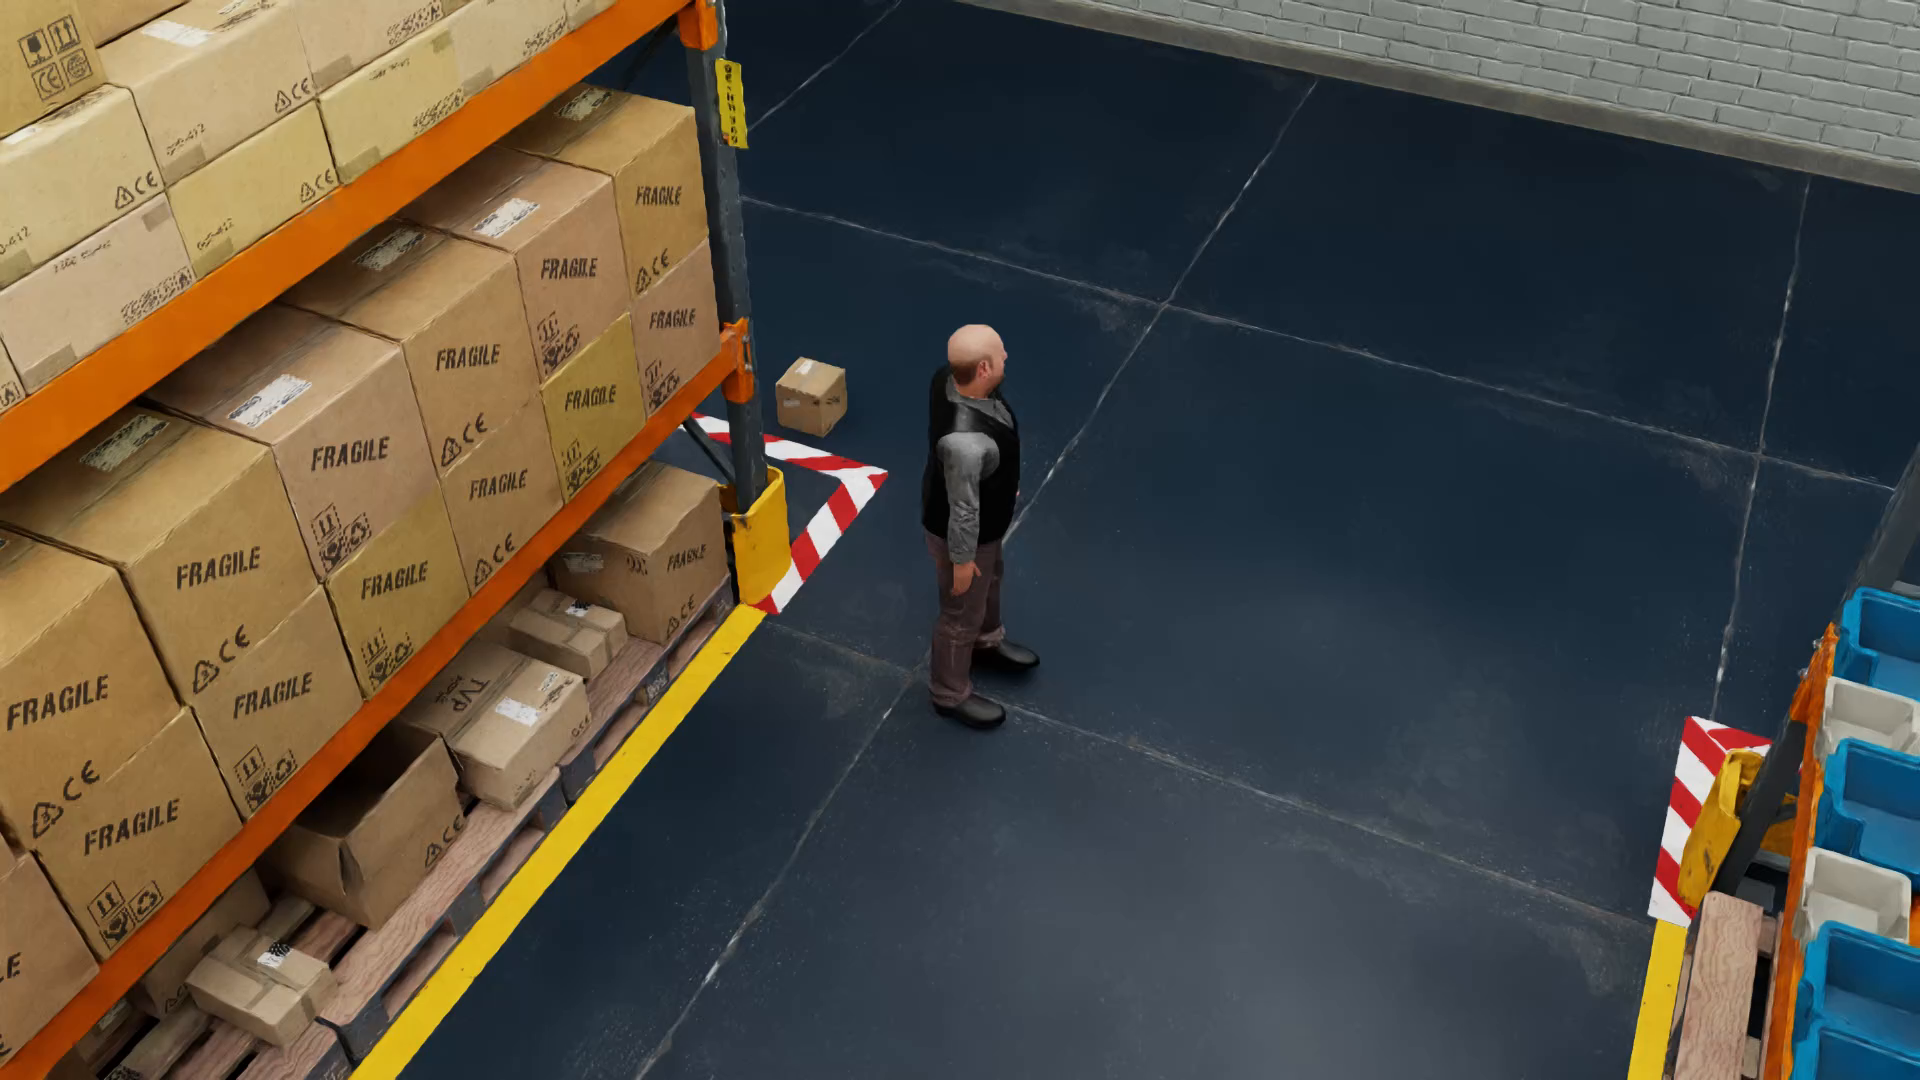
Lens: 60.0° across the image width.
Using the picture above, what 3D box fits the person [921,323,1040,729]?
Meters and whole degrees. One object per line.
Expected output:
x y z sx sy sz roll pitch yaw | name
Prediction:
0.088 -0.063 6.212 0.475 1.728 0.559 1 42 1 | person
